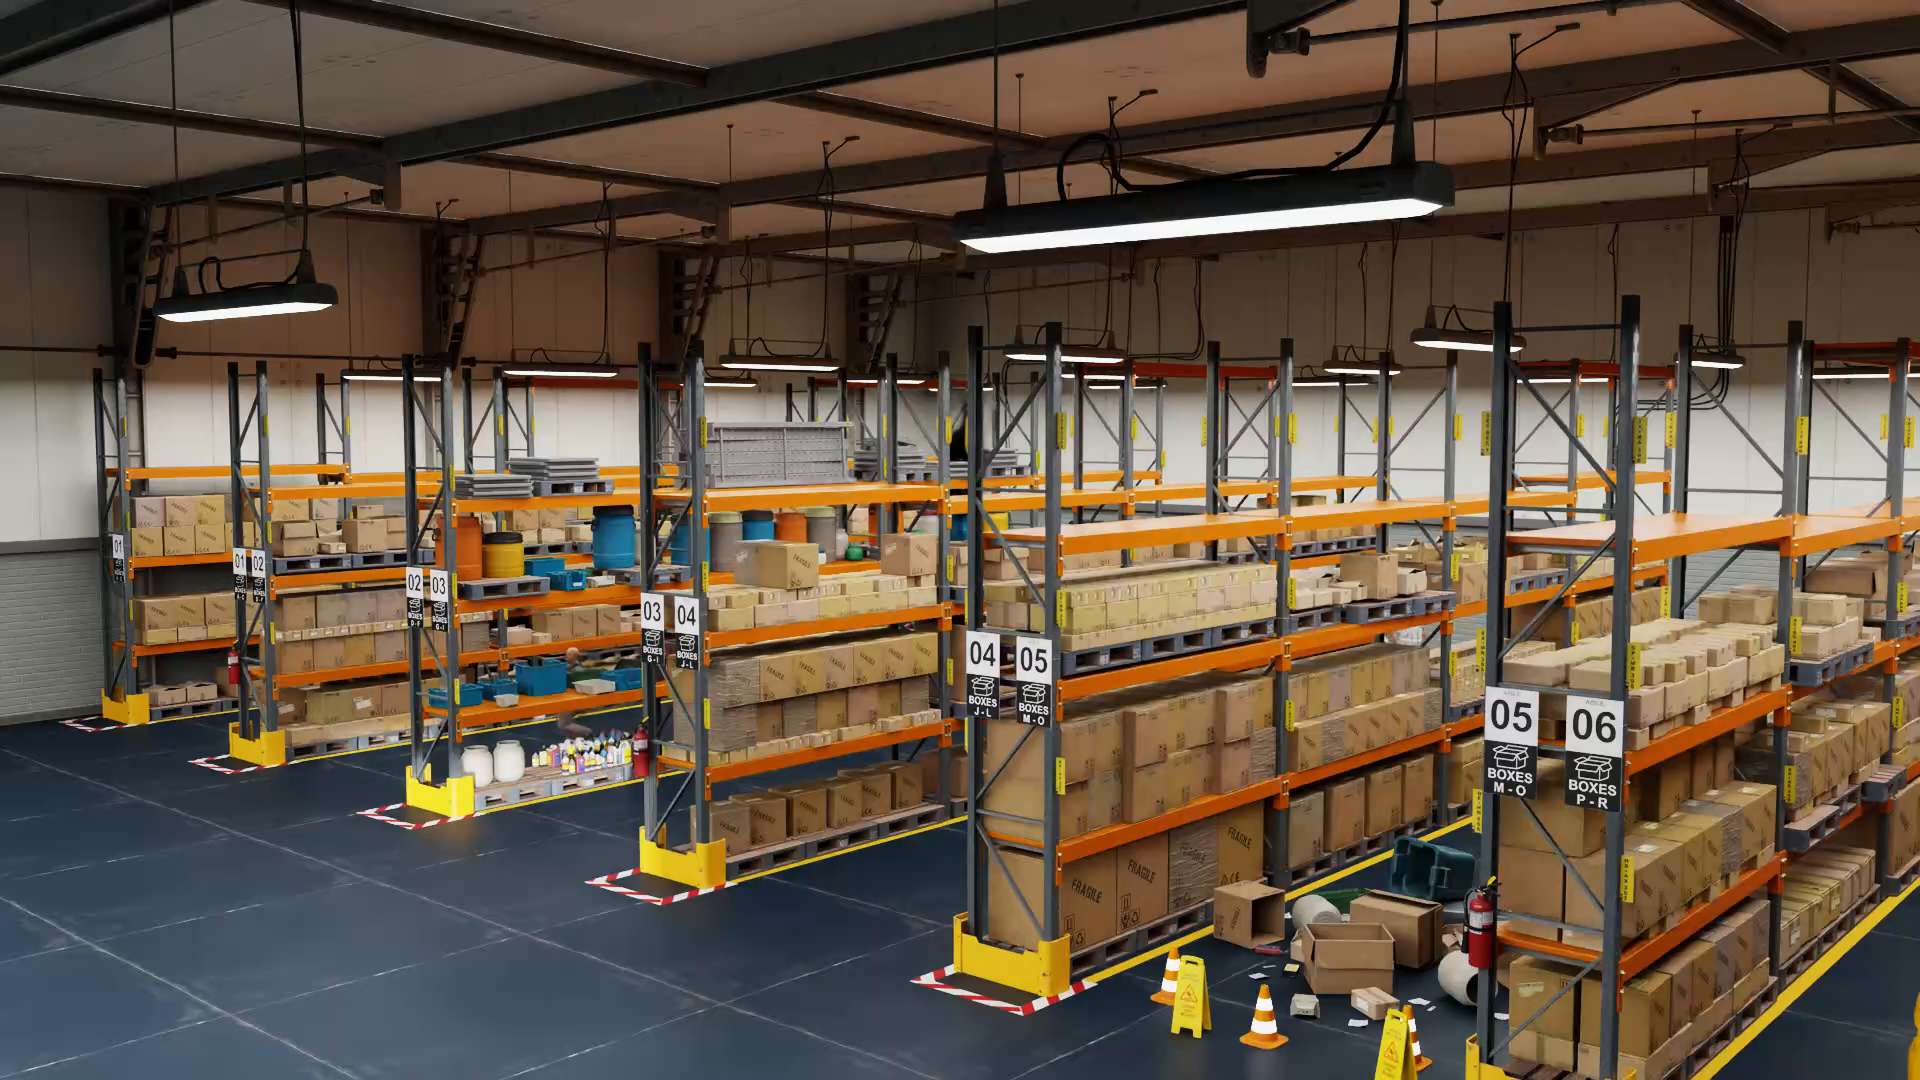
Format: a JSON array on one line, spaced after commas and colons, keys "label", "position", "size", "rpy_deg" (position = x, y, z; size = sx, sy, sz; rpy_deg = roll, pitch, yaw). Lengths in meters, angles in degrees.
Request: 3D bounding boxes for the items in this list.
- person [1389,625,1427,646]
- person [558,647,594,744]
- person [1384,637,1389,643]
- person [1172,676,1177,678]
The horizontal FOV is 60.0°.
[{"label": "person", "position": [8.350, 2.021, 30.916], "size": [0.687, 1.813, 0.923], "rpy_deg": [-3, 5, -33]}, {"label": "person", "position": [-5.892, 2.458, 25.505], "size": [0.541, 1.656, 0.701], "rpy_deg": [-2, 4, -21]}, {"label": "person", "position": [6.559, 2.380, 25.886], "size": [0.683, 1.775, 0.880], "rpy_deg": [2, 5, 26]}, {"label": "person", "position": [3.108, 2.622, 23.409], "size": [0.586, 1.624, 0.663], "rpy_deg": [4, 6, 43]}]
